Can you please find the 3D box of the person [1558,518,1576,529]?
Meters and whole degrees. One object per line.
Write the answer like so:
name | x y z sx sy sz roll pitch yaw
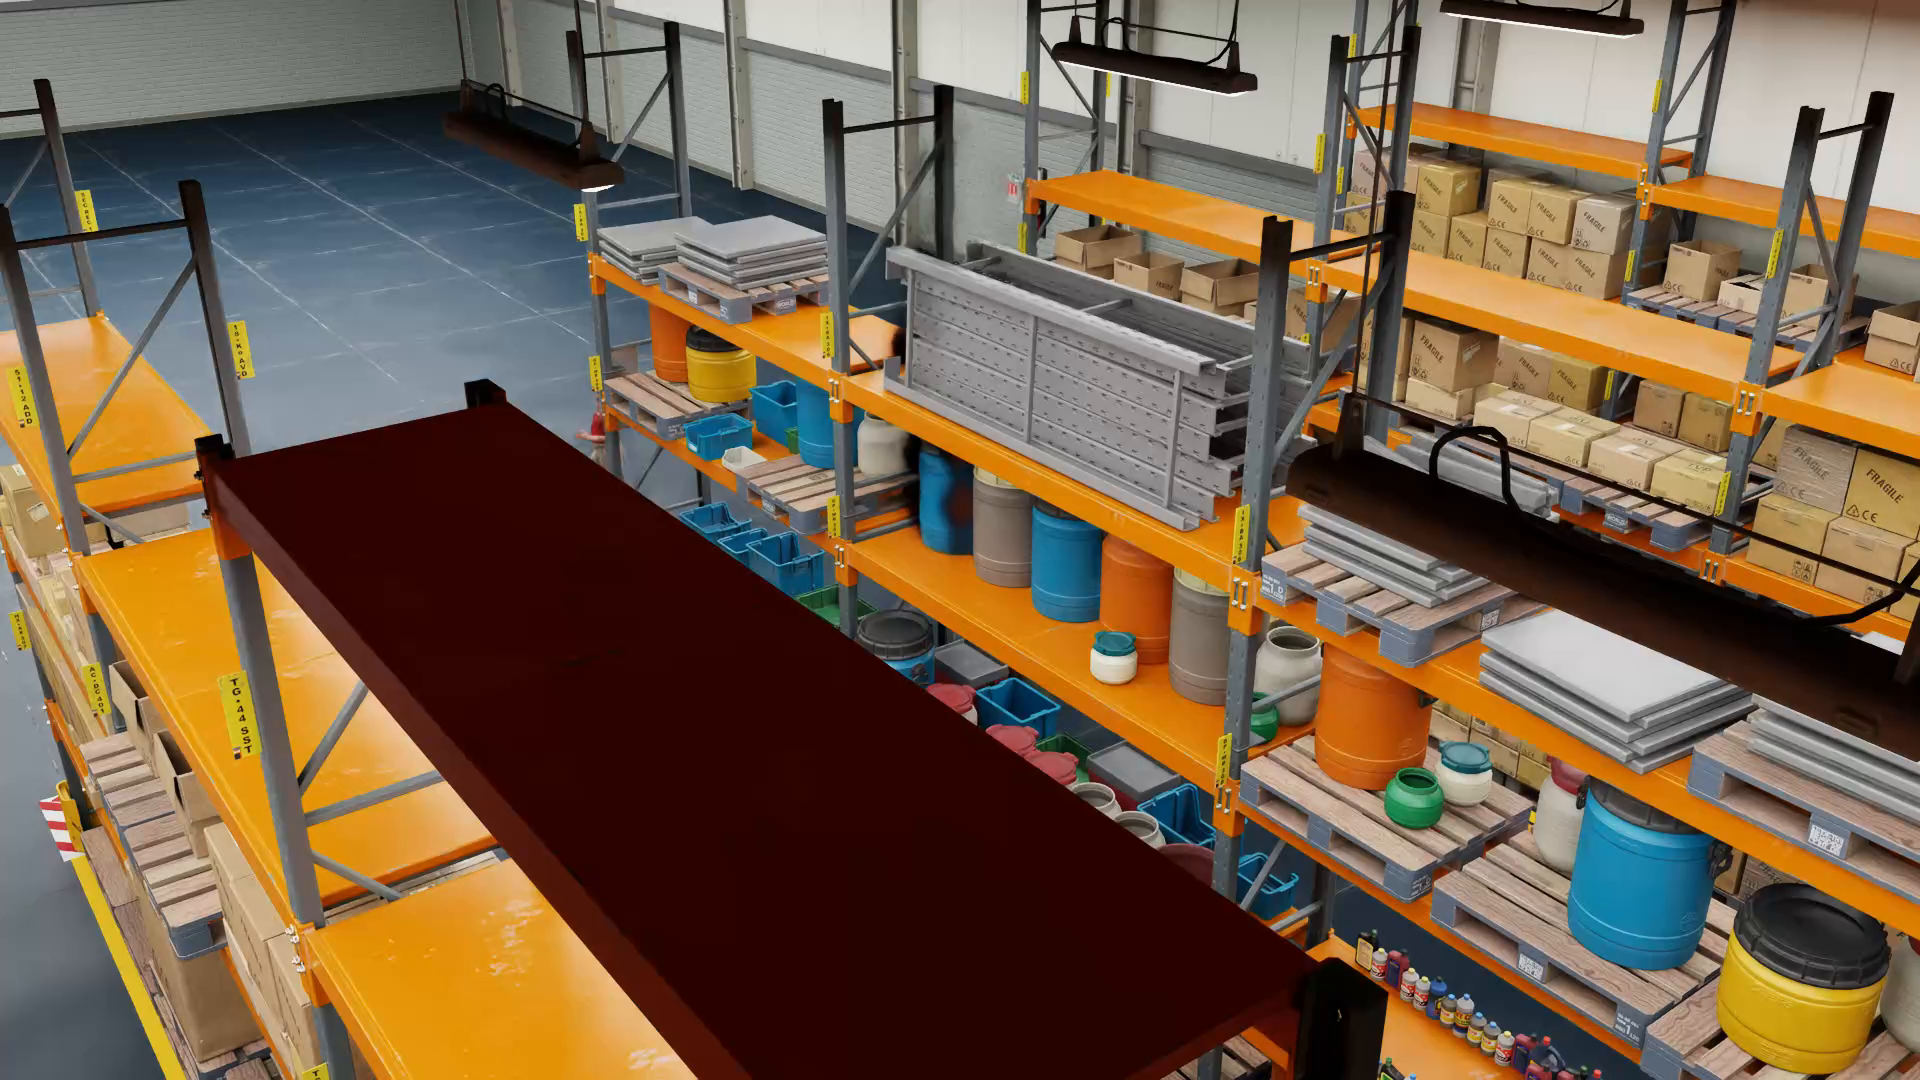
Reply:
person | 5.707 0.450 16.020 0.586 1.645 0.914 -18 30 -34

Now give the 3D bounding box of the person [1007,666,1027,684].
person | 0.377 0.814 14.518 0.867 1.877 0.613 20 31 37

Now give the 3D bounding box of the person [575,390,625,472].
person | -4.085 -0.990 19.172 0.651 1.628 0.647 -7 26 -14
